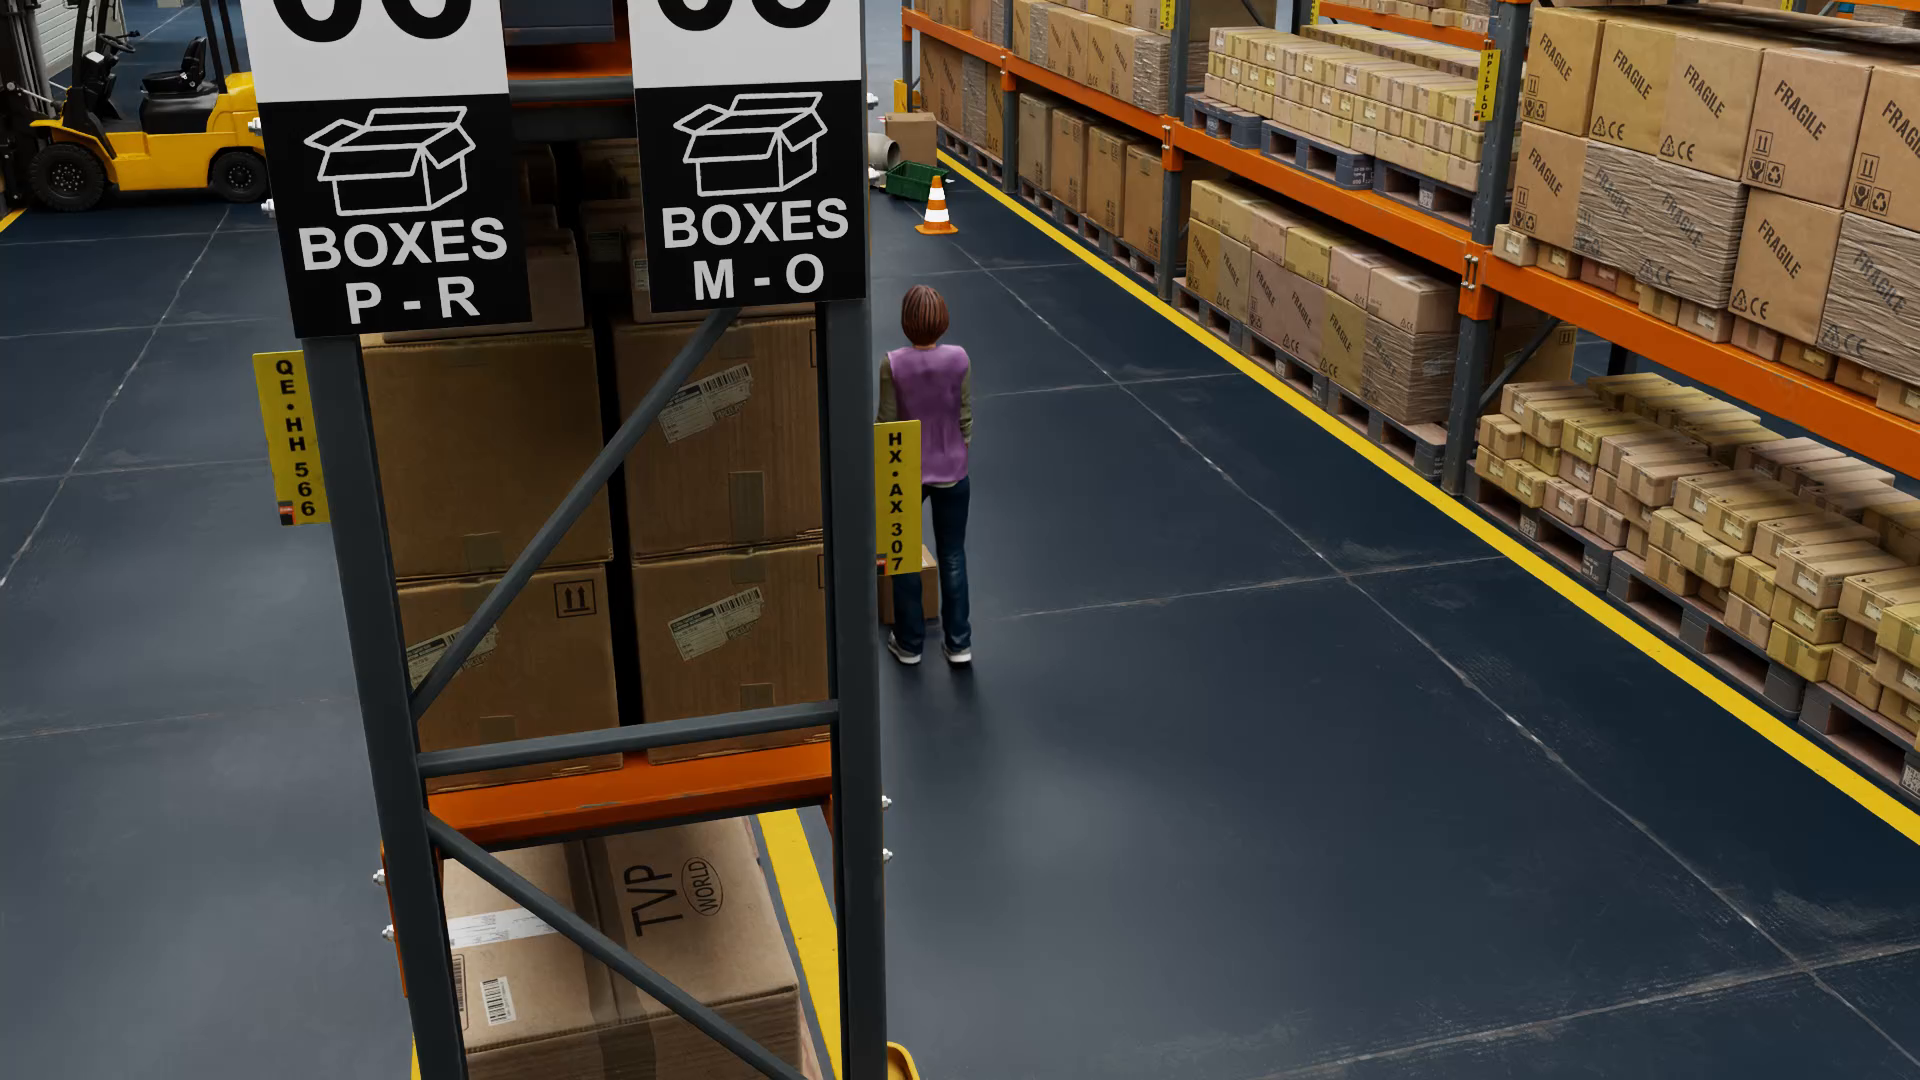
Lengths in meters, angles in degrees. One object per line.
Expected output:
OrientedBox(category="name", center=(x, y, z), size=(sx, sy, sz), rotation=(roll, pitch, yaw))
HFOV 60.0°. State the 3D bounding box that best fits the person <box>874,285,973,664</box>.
OrientedBox(category="person", center=(-0.148, -0.237, 6.693), size=(0.407, 1.615, 0.340), rotation=(-6, 24, -13))
